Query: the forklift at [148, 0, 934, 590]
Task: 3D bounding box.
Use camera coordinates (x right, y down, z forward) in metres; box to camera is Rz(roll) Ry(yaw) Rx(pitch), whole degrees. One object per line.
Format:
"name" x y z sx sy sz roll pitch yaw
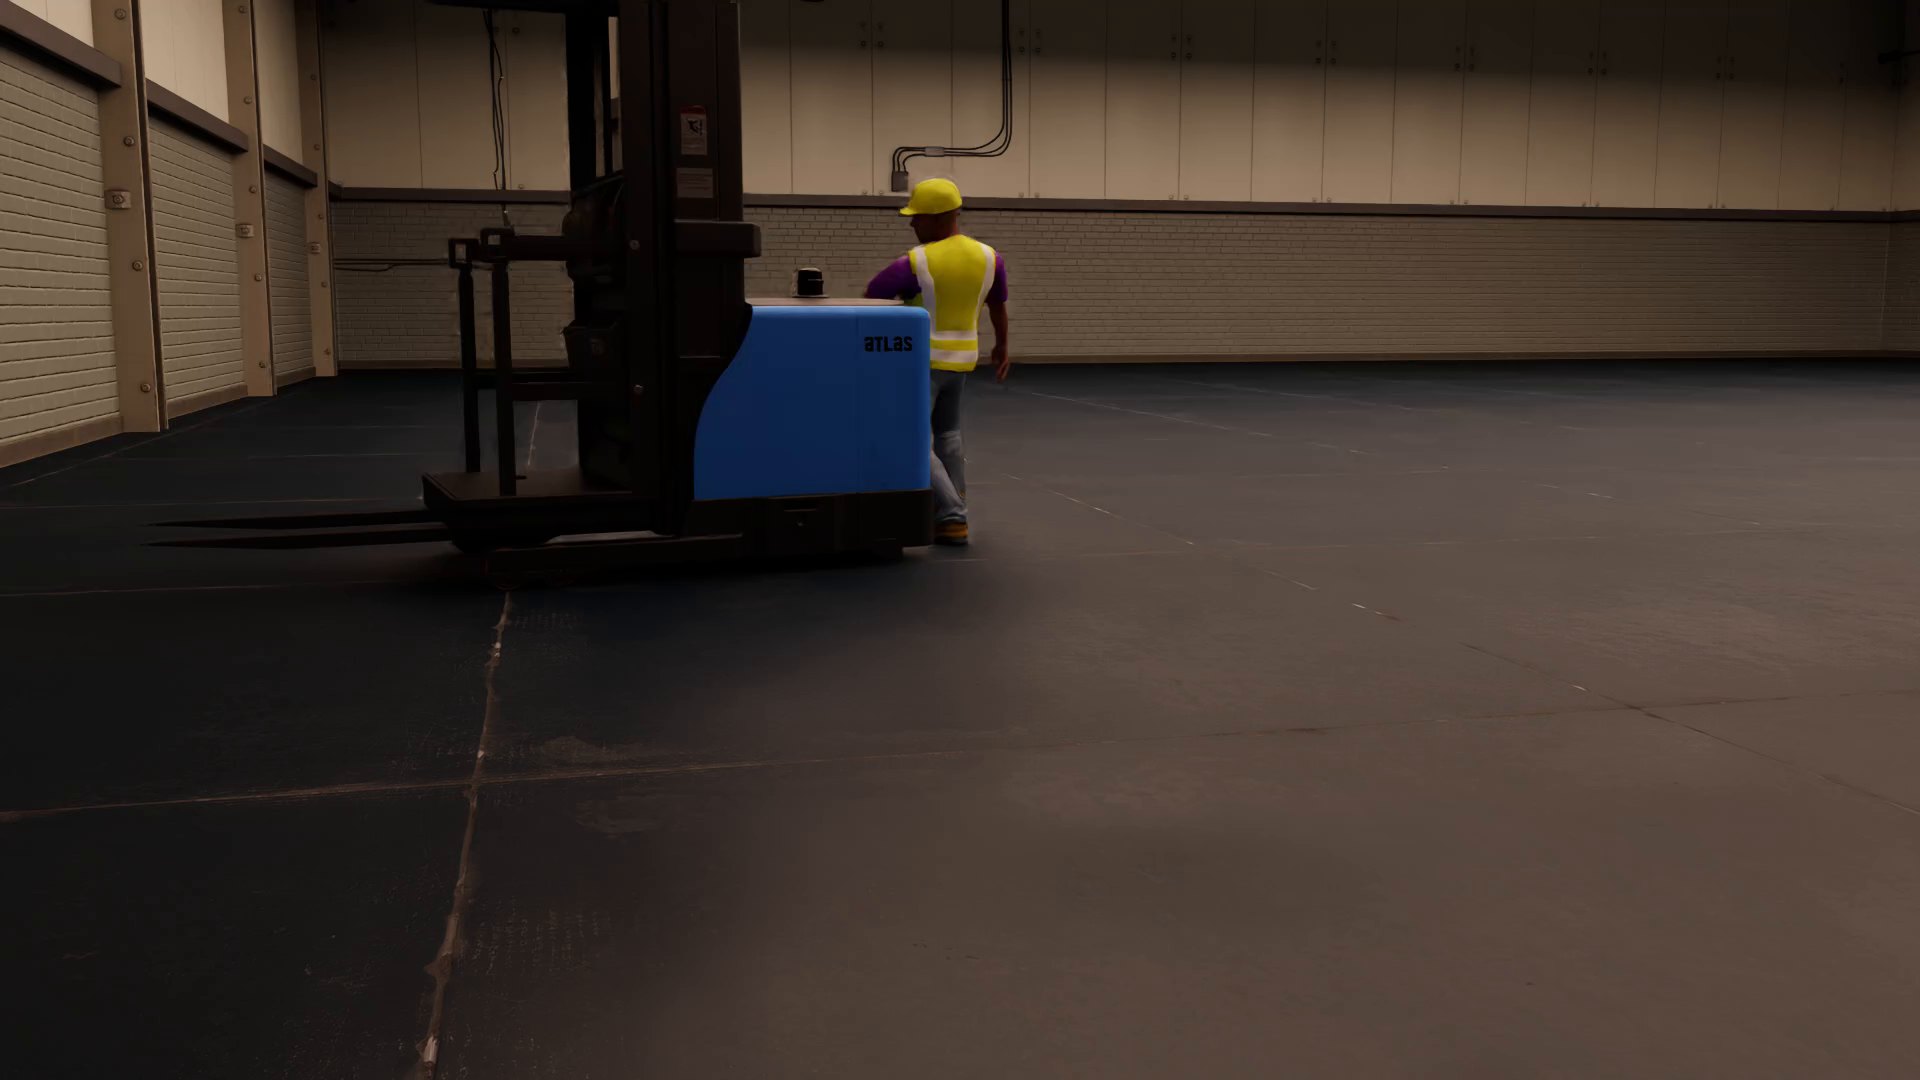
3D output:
"forklift" -1.674 -1.342 6.726 3.031 2.935 1.130 -3 9 -23

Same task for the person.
"person" -0.103 -0.860 7.913 0.868 1.651 0.799 7 11 43
